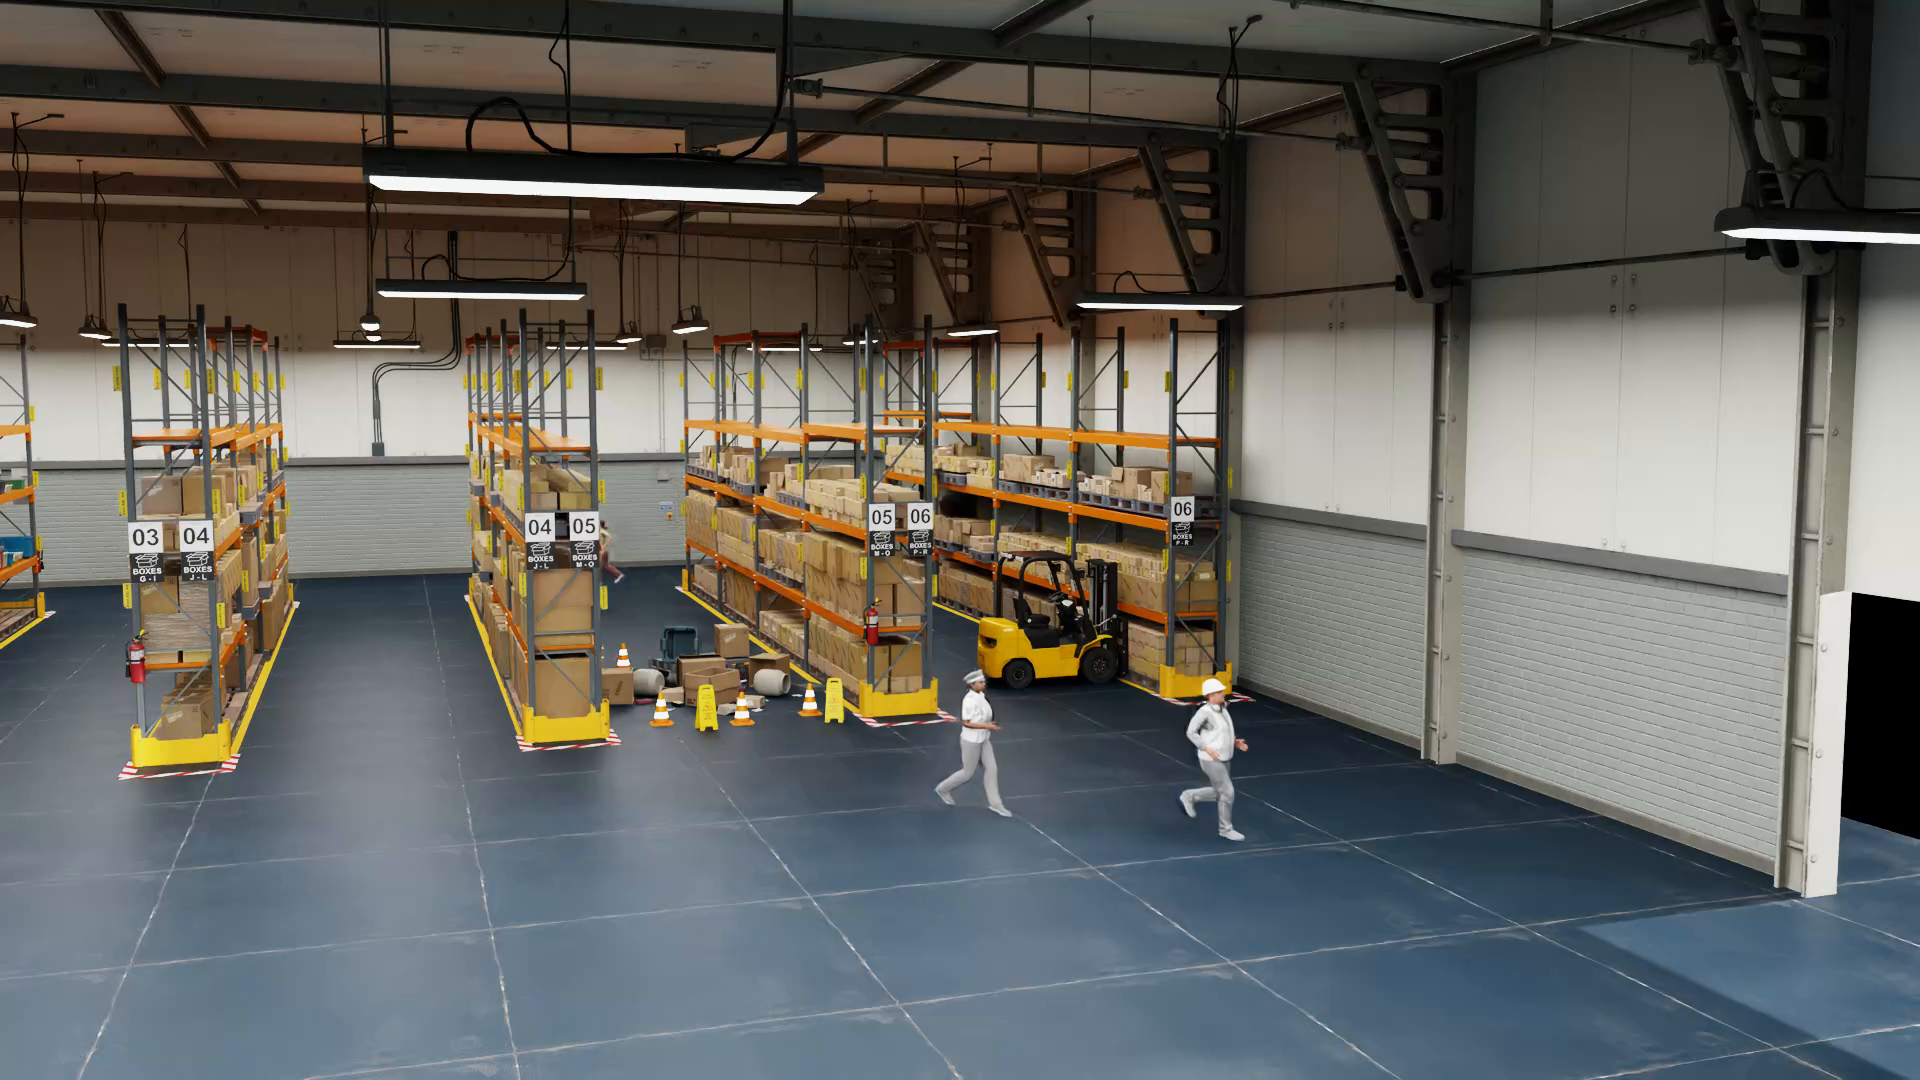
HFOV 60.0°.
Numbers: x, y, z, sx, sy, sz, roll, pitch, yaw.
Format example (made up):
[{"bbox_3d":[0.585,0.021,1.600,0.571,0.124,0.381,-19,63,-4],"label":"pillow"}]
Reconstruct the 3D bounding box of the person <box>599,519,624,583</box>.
[{"bbox_3d":[-8.659,0.340,40.481,0.968,1.667,0.585,-2,6,-20],"label":"person"}]

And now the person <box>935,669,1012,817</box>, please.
[{"bbox_3d":[0.158,2.336,19.239,0.924,1.708,0.579,2,6,23],"label":"person"}]

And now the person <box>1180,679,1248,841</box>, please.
[{"bbox_3d":[2.777,2.405,18.369,0.819,1.763,0.662,3,6,32],"label":"person"}]
